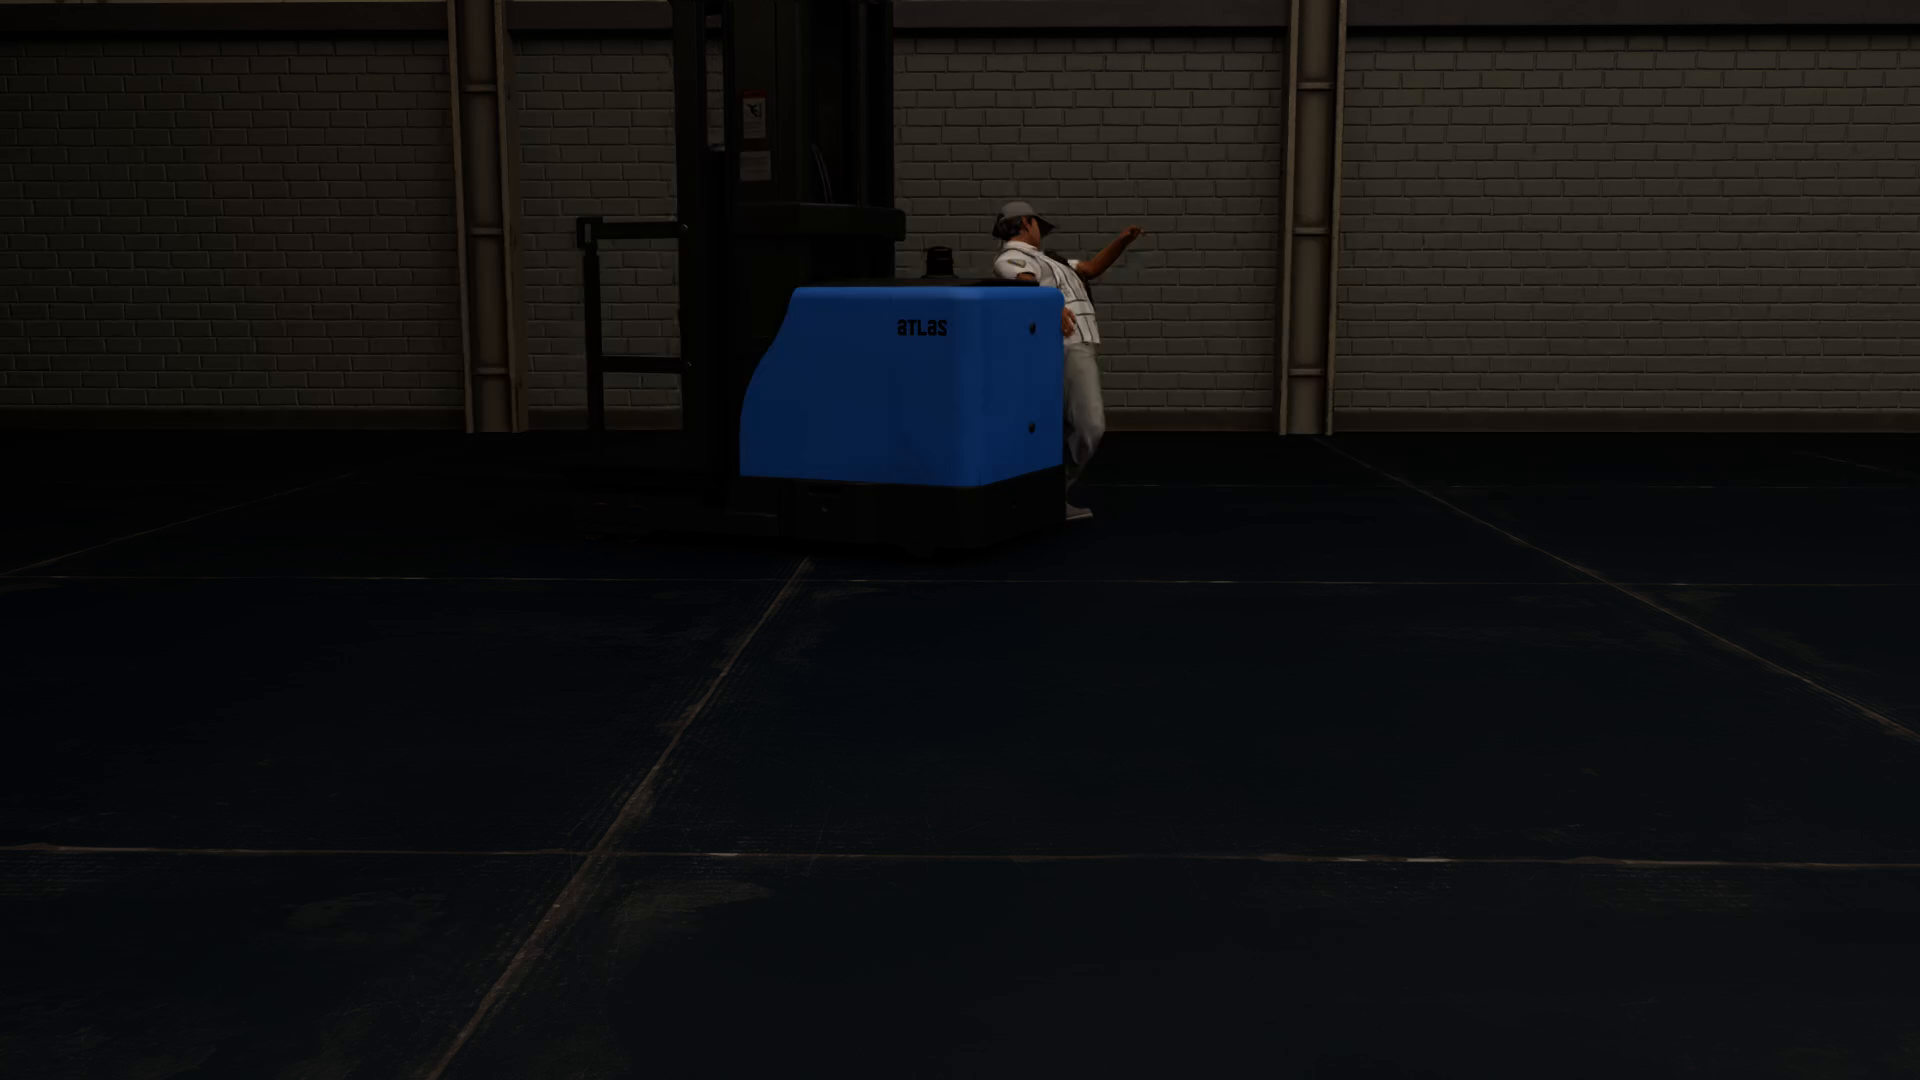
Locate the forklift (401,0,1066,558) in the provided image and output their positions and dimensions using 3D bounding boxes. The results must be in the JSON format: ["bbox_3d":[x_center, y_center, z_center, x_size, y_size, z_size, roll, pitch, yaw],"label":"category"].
[{"bbox_3d":[-1.099,-1.503,7.260,3.031,2.935,1.130,4,10,24],"label":"forklift"}]

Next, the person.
[{"bbox_3d":[0.448,-0.816,7.554,0.765,1.447,0.943,1,9,5],"label":"person"}]
